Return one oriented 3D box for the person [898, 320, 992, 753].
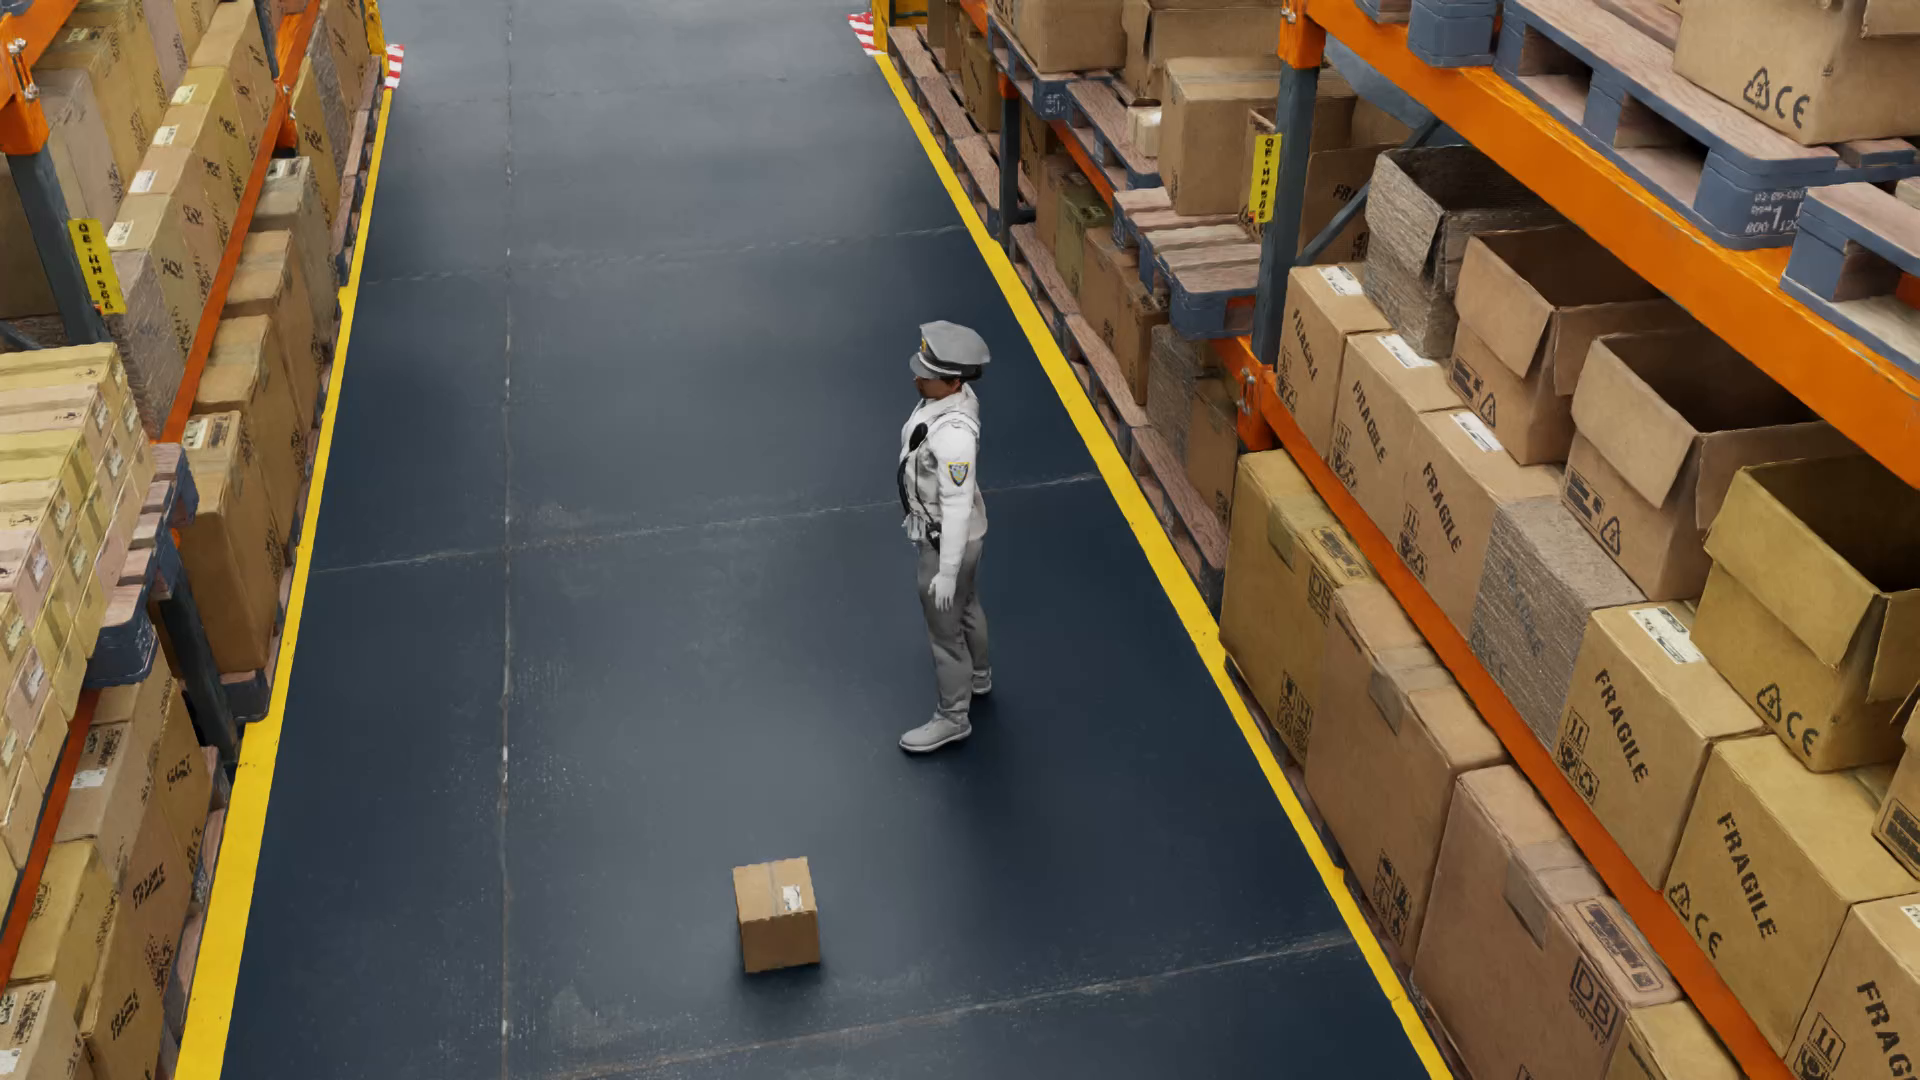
[{"bbox_3d":[-0.052,-0.020,6.117,0.357,1.689,0.608,0,35,1],"label":"person"}]
